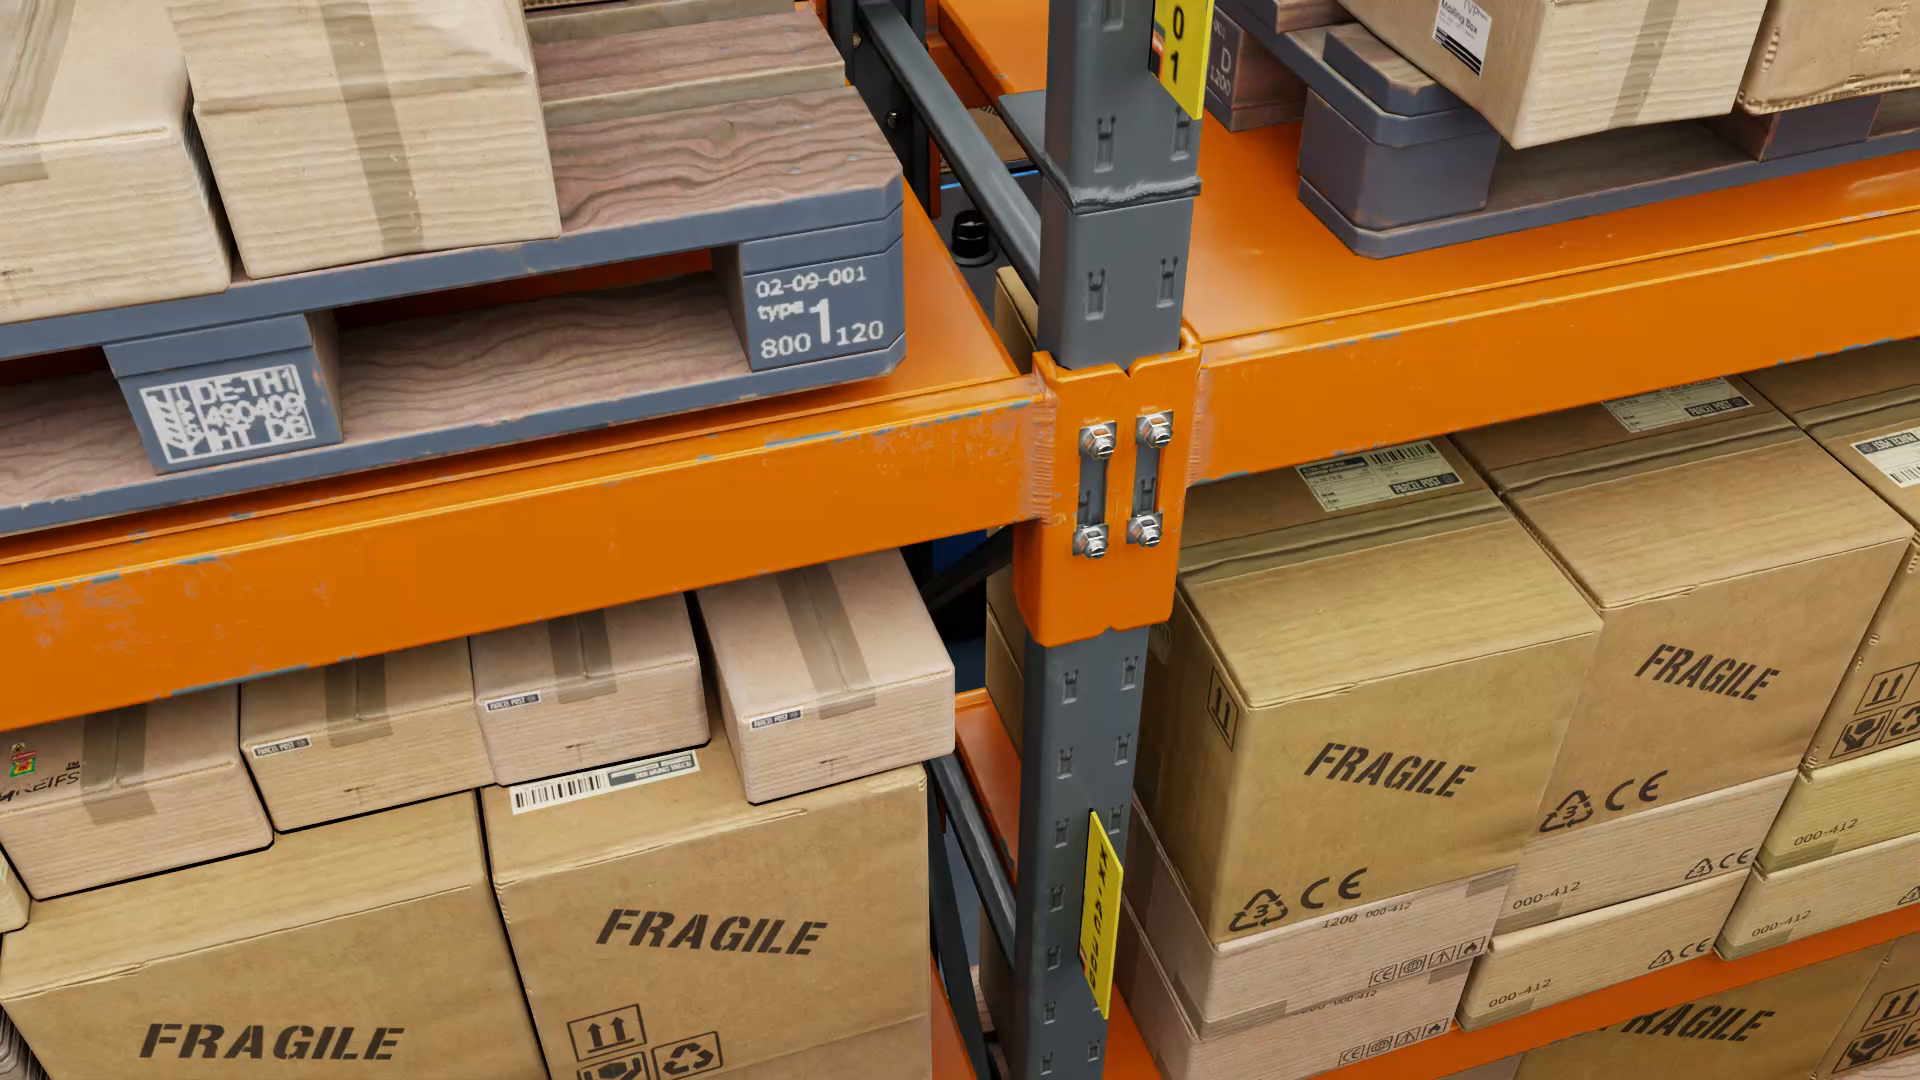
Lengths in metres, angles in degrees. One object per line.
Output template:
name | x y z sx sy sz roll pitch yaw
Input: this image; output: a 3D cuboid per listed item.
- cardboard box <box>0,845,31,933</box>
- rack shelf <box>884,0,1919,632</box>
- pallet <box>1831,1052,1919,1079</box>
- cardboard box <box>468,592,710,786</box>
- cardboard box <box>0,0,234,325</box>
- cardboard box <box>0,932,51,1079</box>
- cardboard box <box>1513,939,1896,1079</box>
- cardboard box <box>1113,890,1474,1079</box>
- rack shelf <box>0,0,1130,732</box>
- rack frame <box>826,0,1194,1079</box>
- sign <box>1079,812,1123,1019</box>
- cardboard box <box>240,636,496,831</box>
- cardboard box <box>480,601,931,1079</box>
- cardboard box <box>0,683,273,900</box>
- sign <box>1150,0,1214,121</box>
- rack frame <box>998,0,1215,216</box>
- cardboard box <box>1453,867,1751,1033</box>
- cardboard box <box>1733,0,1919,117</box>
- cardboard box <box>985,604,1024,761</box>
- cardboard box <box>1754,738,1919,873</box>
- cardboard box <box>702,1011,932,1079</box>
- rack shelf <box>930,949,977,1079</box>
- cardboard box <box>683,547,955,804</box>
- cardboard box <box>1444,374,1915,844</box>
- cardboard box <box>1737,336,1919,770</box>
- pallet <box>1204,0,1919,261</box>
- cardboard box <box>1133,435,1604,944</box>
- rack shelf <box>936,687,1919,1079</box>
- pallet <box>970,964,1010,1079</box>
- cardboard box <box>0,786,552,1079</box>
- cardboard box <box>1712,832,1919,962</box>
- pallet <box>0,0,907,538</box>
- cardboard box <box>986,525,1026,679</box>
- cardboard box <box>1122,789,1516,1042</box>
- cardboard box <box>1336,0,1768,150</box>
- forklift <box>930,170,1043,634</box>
cardboard box | -1.172 0.268 1.835 0.250 0.149 0.380 -12 43 -13
rack shelf | 1.923 -0.749 2.594 4.000 0.370 1.077 -12 42 -13
pallet | 1.894 1.112 4.317 1.213 0.211 1.003 -12 42 -13
cardboard box | -0.467 0.091 2.037 0.250 0.149 0.380 -11 42 -12
cardboard box | -0.750 -0.347 1.383 0.250 0.149 0.380 -11 42 -12
cardboard box | -1.321 0.559 1.994 0.500 0.500 0.500 -11 42 -12
cardboard box | 1.442 0.791 3.861 0.875 0.875 0.875 -11 42 -12
cardboard box | 0.514 0.640 2.851 0.500 0.250 0.500 -13 43 -14
rack shelf | -1.892 0.042 1.690 4.000 0.370 1.077 -12 42 -13
rack frame | 0.015 0.505 2.892 0.127 3.000 1.000 -12 42 -13
sign | 0.183 0.497 2.183 0.005 0.325 0.100 -12 42 -13
cardboard box | -0.708 0.134 1.988 0.250 0.149 0.380 -12 42 -13
cardboard box | -0.352 0.357 2.225 0.500 0.500 0.500 -12 43 -13
cardboard box | -0.944 0.196 1.917 0.250 0.149 0.380 -12 43 -13
sign | 0.183 -0.501 1.311 0.005 0.325 0.100 -12 42 -13
rack frame | 0.015 -1.754 0.918 0.127 3.000 1.000 -12 42 -13
cardboard box | 1.007 0.537 2.970 0.500 0.250 0.500 -13 43 -14
cardboard box | 0.943 -0.813 1.725 0.500 0.500 0.500 -12 43 -14
cardboard box | 0.367 0.315 3.224 0.500 0.250 0.500 -13 43 -14
cardboard box | 1.498 0.259 2.907 0.500 0.250 0.500 -11 42 -13
cardboard box | -0.350 0.719 2.571 0.500 0.500 0.500 -11 42 -13
rack shelf | -1.892 1.171 2.676 4.000 0.370 1.077 -12 42 -13
cardboard box | -0.183 0.107 2.019 0.250 0.149 0.380 -13 43 -14
cardboard box | 0.998 0.066 2.558 0.500 0.500 0.500 -12 43 -13
cardboard box | 1.477 -0.031 2.670 0.500 0.500 0.500 -13 43 -14
pallet | 0.875 -0.765 2.211 1.217 0.209 0.805 -13 43 -15
cardboard box | 0.521 0.184 2.423 0.500 0.500 0.500 -11 42 -13
rack shelf | 1.923 0.381 3.581 4.000 0.370 1.077 -12 42 -13
pallet | 0.728 1.355 4.038 1.213 0.211 1.003 -12 42 -13
cardboard box | -0.838 0.452 2.116 0.500 0.500 0.500 -12 43 -14
cardboard box | 1.501 0.446 3.074 0.500 0.250 0.500 -12 43 -13
pallet | -0.768 -0.436 1.757 1.213 0.211 1.003 -12 42 -13
cardboard box | 0.363 0.133 3.051 0.500 0.250 0.500 -12 42 -13
cardboard box | 0.520 0.463 2.674 0.500 0.250 0.500 -13 43 -14
cardboard box | 0.598 -0.611 1.673 0.258 0.266 0.396 -12 43 -13
forklift | 1.088 -1.384 5.106 3.031 2.935 1.130 -13 43 -14
